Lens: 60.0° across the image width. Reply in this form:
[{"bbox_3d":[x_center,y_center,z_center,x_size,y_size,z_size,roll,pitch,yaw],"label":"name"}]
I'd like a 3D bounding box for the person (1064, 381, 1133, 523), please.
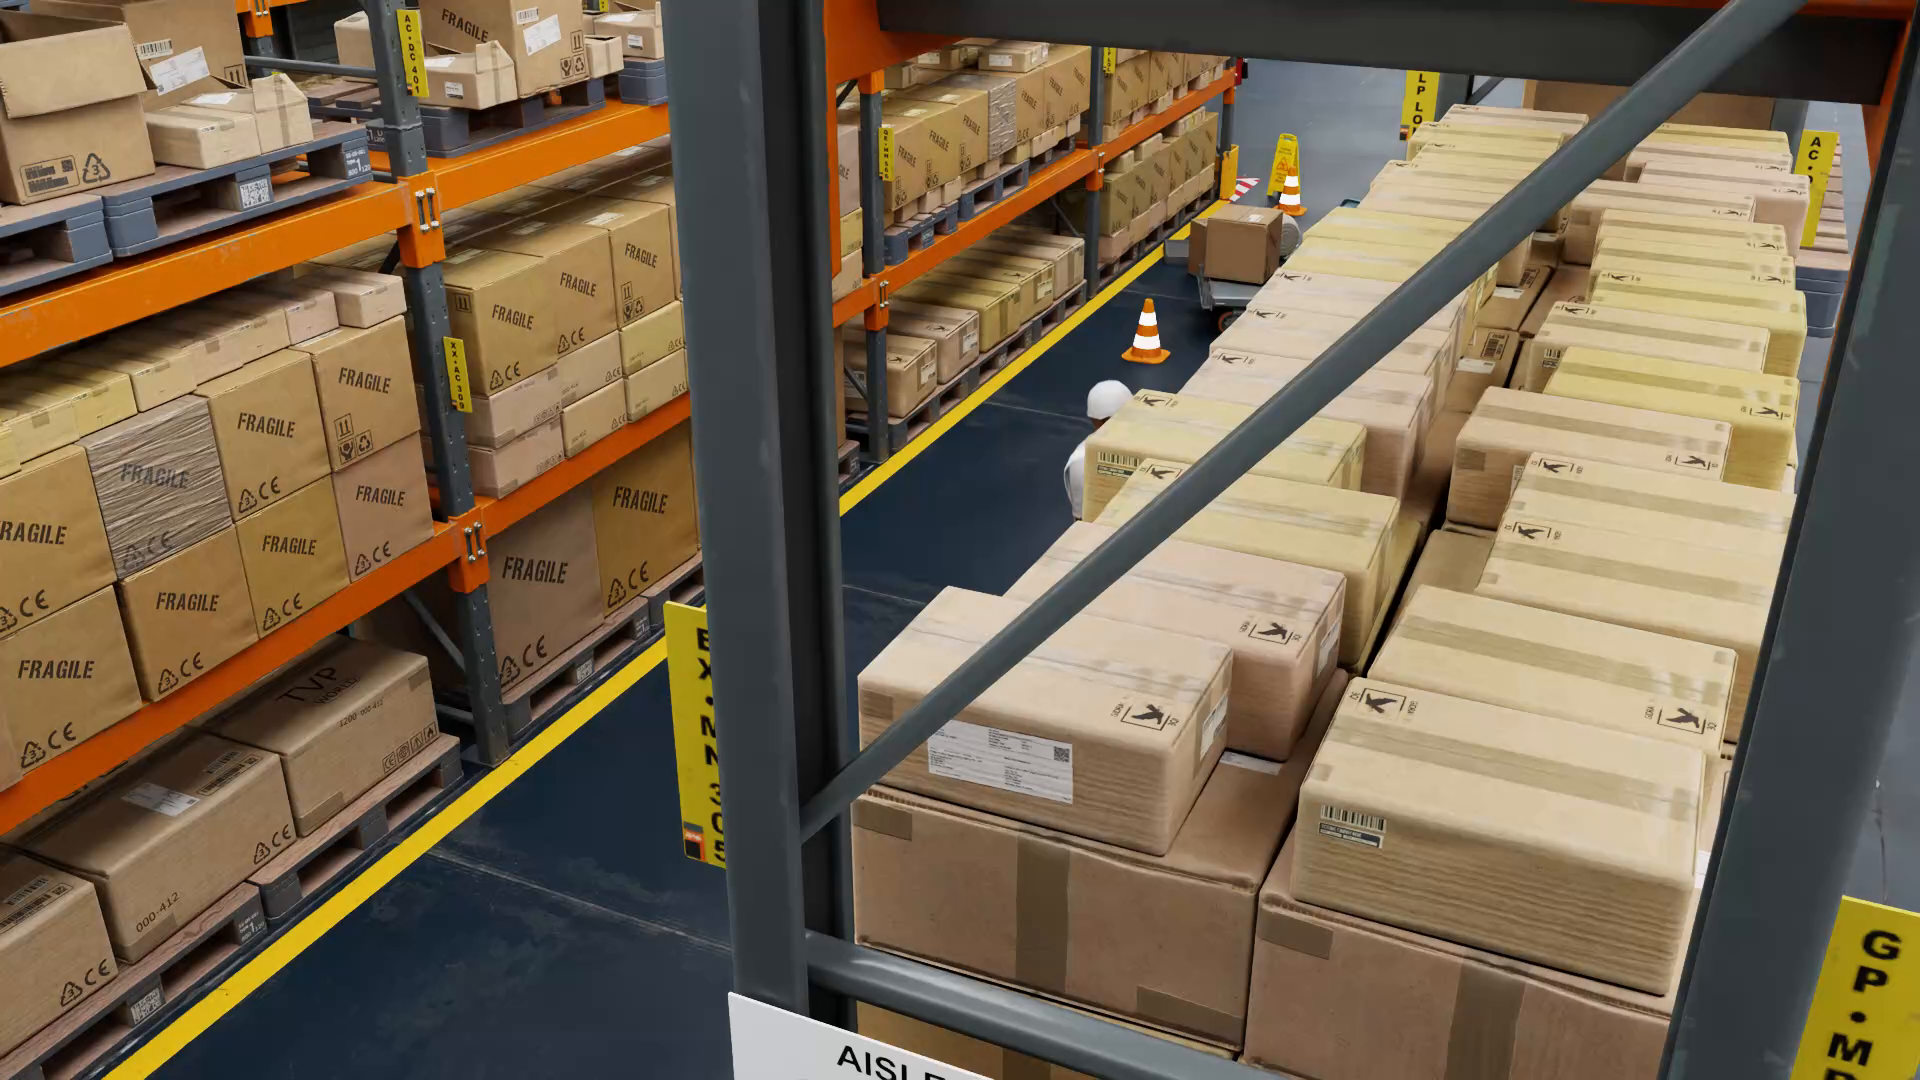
[{"bbox_3d":[0.704,0.098,7.891,0.358,1.791,0.547,12,28,23],"label":"person"}]
